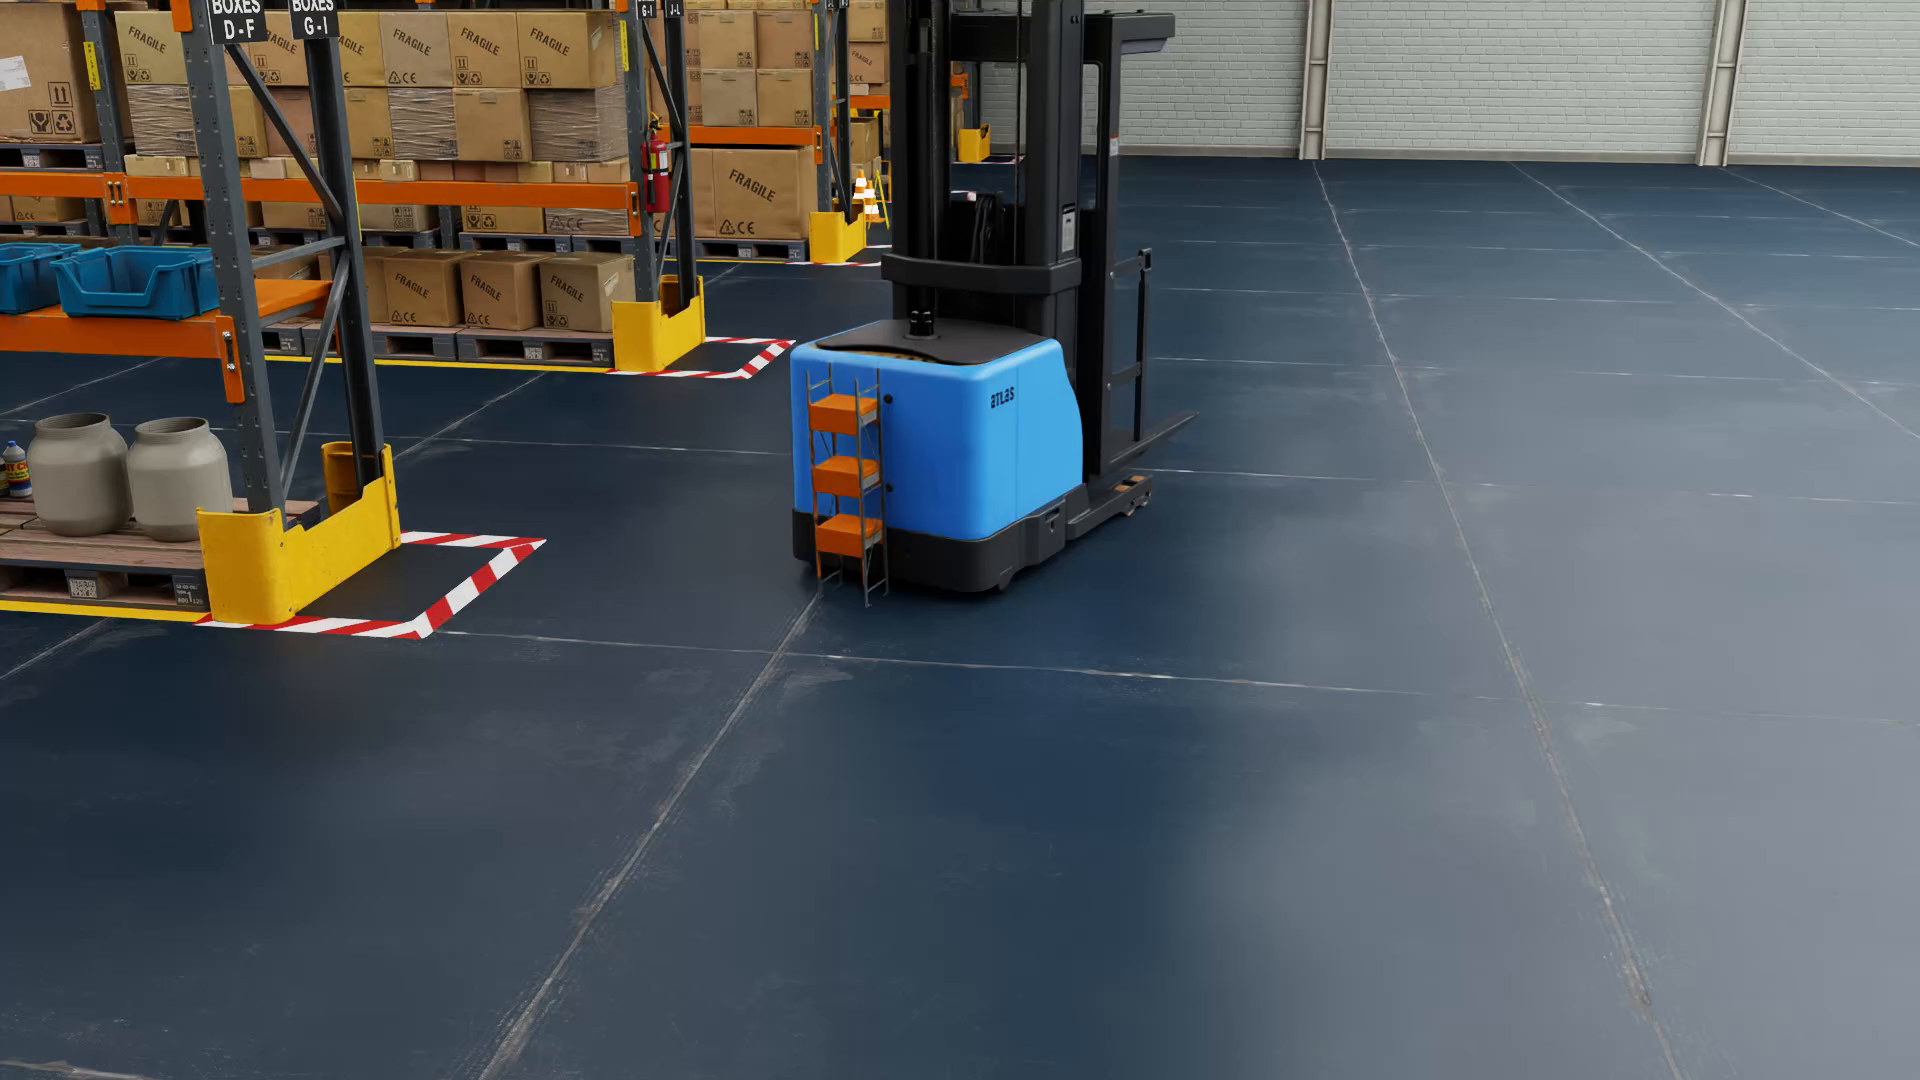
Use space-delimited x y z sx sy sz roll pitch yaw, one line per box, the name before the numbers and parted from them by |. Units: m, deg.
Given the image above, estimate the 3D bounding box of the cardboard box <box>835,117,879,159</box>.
cardboard box | -1.358 -5.289 21.871 0.500 0.500 0.500 2 19 7

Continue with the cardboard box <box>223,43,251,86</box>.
cardboard box | -5.205 -3.542 11.959 0.500 0.500 0.500 3 19 9

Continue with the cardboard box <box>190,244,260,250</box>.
cardboard box | -5.715 -1.987 12.792 0.500 0.500 0.500 2 19 7

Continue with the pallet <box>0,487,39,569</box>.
pallet | -5.024 -0.024 8.044 1.213 0.211 1.003 3 19 9

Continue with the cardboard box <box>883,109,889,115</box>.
cardboard box | -1.307 -6.806 26.012 0.500 0.250 0.500 3 19 9

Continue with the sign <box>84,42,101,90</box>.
sign | -6.188 -3.381 11.856 0.005 0.325 0.100 3 19 9

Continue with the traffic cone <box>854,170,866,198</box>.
traffic cone | -1.211 -4.324 20.497 0.334 0.463 0.336 3 19 9

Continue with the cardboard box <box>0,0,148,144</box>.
cardboard box | -6.865 -3.574 12.649 1.000 1.000 1.000 3 19 9

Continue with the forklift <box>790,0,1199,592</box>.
forklift | 0.379 -1.576 8.396 1.130 2.935 3.031 10 21 28

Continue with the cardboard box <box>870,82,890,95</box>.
cardboard box | -0.985 -5.742 21.133 0.250 0.149 0.380 4 19 10

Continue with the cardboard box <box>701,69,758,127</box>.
cardboard box | -2.187 -4.450 16.639 0.550 0.550 0.875 3 19 9

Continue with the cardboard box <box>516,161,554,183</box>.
cardboard box | -2.970 -2.645 11.875 0.250 0.149 0.380 3 19 9

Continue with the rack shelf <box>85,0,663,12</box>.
rack shelf | -4.128 -3.987 11.897 4.000 0.370 1.077 3 19 9

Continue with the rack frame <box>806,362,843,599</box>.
rack frame | -0.601 -0.256 7.398 0.008 1.050 0.200 9 23 26

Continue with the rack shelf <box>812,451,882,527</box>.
rack shelf | -0.493 -0.228 7.349 0.240 0.259 0.215 9 23 26

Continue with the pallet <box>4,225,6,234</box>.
pallet | -11.138 -3.536 18.538 1.213 0.211 1.003 3 19 9

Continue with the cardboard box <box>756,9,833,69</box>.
cardboard box | -1.628 -4.968 16.484 0.550 0.550 0.875 3 19 9

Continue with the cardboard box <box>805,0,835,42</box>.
cardboard box | -1.619 -6.557 20.971 0.500 0.500 0.700 3 19 9

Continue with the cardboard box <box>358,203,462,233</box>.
cardboard box | -5.844 -3.690 17.488 0.750 0.750 1.050 3 19 8

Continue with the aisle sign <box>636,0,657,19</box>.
aisle sign | -2.140 -3.940 11.256 0.004 0.787 0.394 3 19 9

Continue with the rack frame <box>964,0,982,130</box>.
rack frame | 0.202 -7.465 25.885 0.127 3.000 1.000 3 19 9

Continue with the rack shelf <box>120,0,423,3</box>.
rack shelf | -7.191 -5.737 17.128 4.000 0.370 1.077 3 19 9

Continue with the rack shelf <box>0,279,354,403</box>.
rack shelf | -4.914 -1.013 7.736 4.000 0.370 1.077 3 19 9

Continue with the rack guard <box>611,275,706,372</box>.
rack guard | -2.229 -1.623 12.366 0.348 0.500 1.175 3 19 9

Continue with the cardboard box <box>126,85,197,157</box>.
cardboard box | -5.669 -3.153 12.371 0.500 0.500 0.875 3 19 9

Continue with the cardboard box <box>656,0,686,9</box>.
cardboard box | -3.630 -6.651 21.251 0.500 0.500 0.700 3 19 9

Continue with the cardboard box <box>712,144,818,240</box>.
cardboard box | -1.947 -3.559 16.898 0.875 0.875 0.875 3 19 9

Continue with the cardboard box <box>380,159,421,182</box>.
cardboard box | -3.966 -2.678 11.975 0.250 0.149 0.380 3 19 9

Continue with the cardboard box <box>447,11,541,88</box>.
cardboard box | -3.231 -3.441 11.658 0.500 0.500 0.500 3 19 9

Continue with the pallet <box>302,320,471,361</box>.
pallet | -4.226 -1.600 12.753 1.213 0.211 1.003 3 19 9

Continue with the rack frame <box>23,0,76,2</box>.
rack frame | -12.430 -6.513 23.042 0.127 3.000 1.000 3 19 9

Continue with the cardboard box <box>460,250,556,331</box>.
cardboard box | -3.363 -1.875 12.456 0.500 0.500 0.500 8 20 23

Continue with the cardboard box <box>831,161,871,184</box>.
cardboard box | -1.446 -4.762 21.480 0.500 0.250 0.500 3 19 8

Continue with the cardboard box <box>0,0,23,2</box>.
cardboard box | -12.785 -7.258 22.513 0.250 0.149 0.380 3 19 8

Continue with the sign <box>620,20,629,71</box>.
sign | -2.262 -3.331 11.208 0.005 0.325 0.100 3 19 9

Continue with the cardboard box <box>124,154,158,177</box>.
cardboard box | -5.939 -2.782 12.286 0.250 0.149 0.380 3 19 9

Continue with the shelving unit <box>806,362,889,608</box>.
shelving unit | -0.493 -0.238 7.345 0.252 1.050 0.215 9 23 26

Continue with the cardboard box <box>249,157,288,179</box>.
cardboard box | -4.954 -2.726 12.120 0.250 0.149 0.380 3 19 9

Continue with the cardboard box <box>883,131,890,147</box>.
cardboard box | -1.294 -6.341 26.197 0.500 0.250 0.500 3 19 9

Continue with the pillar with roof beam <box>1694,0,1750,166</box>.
pillar with roof beam | 10.822 -8.674 20.046 0.400 9.000 9.100 3 19 9

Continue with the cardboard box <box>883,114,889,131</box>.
cardboard box | -1.335 -6.572 26.100 0.500 0.250 0.500 2 19 7

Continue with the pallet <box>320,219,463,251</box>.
pallet | -5.990 -3.248 17.677 1.213 0.211 1.003 3 19 9

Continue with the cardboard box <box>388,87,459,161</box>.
cardboard box | -3.692 -3.056 12.082 0.500 0.500 0.875 3 19 9

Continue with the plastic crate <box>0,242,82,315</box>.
plastic crate | -4.121 -1.148 7.243 0.408 0.251 0.499 3 19 9

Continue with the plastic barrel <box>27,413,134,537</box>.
plastic barrel | -4.096 -0.307 7.752 0.421 0.512 0.421 0 18 0

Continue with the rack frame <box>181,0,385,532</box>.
rack frame | -2.939 -1.253 7.321 0.127 3.000 1.000 3 19 9
